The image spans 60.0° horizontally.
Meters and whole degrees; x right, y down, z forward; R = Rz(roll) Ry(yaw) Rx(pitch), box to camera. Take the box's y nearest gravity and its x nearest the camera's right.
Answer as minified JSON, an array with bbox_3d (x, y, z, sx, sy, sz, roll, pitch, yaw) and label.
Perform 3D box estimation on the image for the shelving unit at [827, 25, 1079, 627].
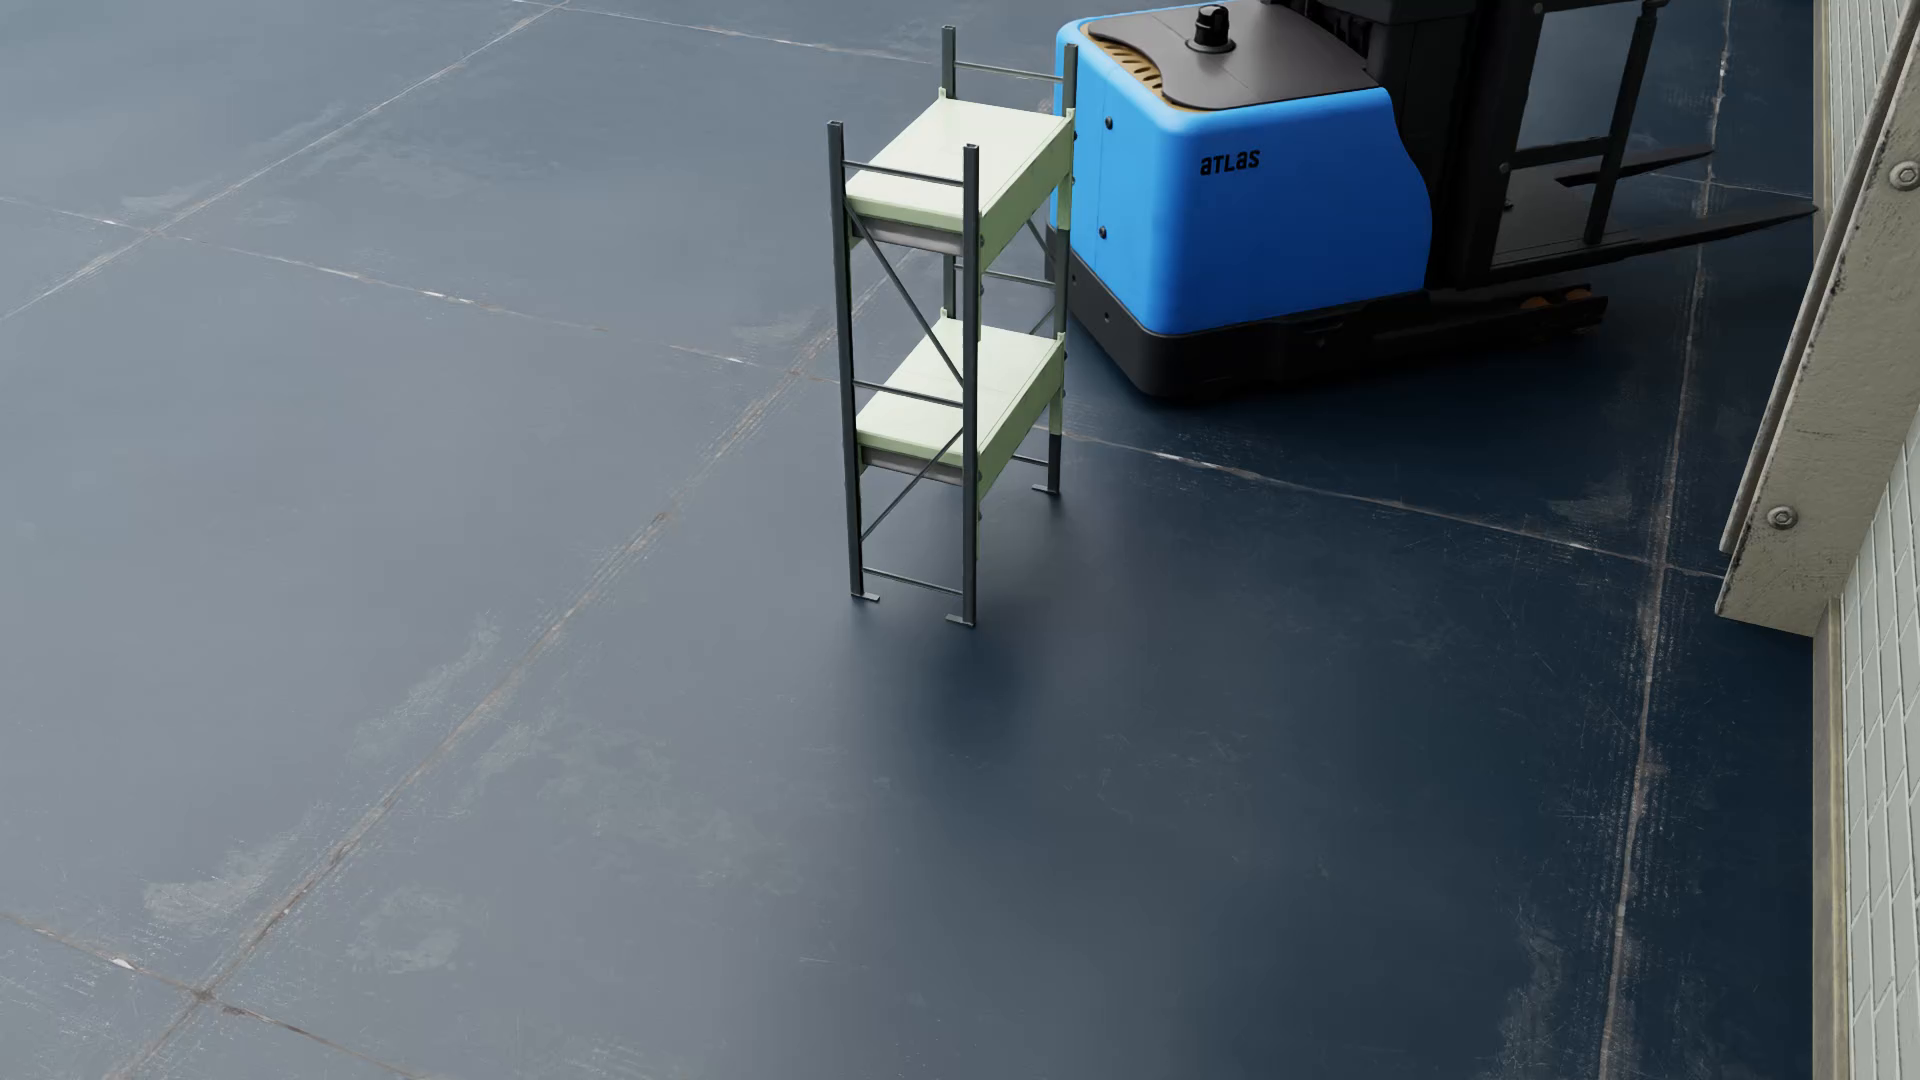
[{"bbox_3d":[-0.003,-0.597,4.796,0.431,1.500,0.755,14,39,18],"label":"shelving unit"}]

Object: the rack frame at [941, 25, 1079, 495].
[{"bbox_3d":[0.137,-0.800,5.067,0.400,1.500,0.023,14,39,18],"label":"rack frame"}]

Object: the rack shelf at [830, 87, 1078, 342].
[{"bbox_3d":[-0.003,-0.910,4.562,0.431,0.370,0.720,14,39,18],"label":"rack shelf"}]

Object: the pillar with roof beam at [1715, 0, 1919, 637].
[{"bbox_3d":[-1.515,-4.437,3.670,9.100,9.000,0.400,14,39,18],"label":"pillar with roof beam"}]

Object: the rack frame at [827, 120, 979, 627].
[{"bbox_3d":[-0.142,-0.394,4.525,0.400,1.500,0.023,14,39,18],"label":"rack frame"}]

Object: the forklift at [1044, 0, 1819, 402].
[{"bbox_3d":[1.901,-2.199,5.744,3.031,2.935,1.130,-12,38,-16],"label":"forklift"}]

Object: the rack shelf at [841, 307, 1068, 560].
[{"bbox_3d":[-0.003,-0.336,4.991,0.431,0.370,0.720,14,39,18],"label":"rack shelf"}]
